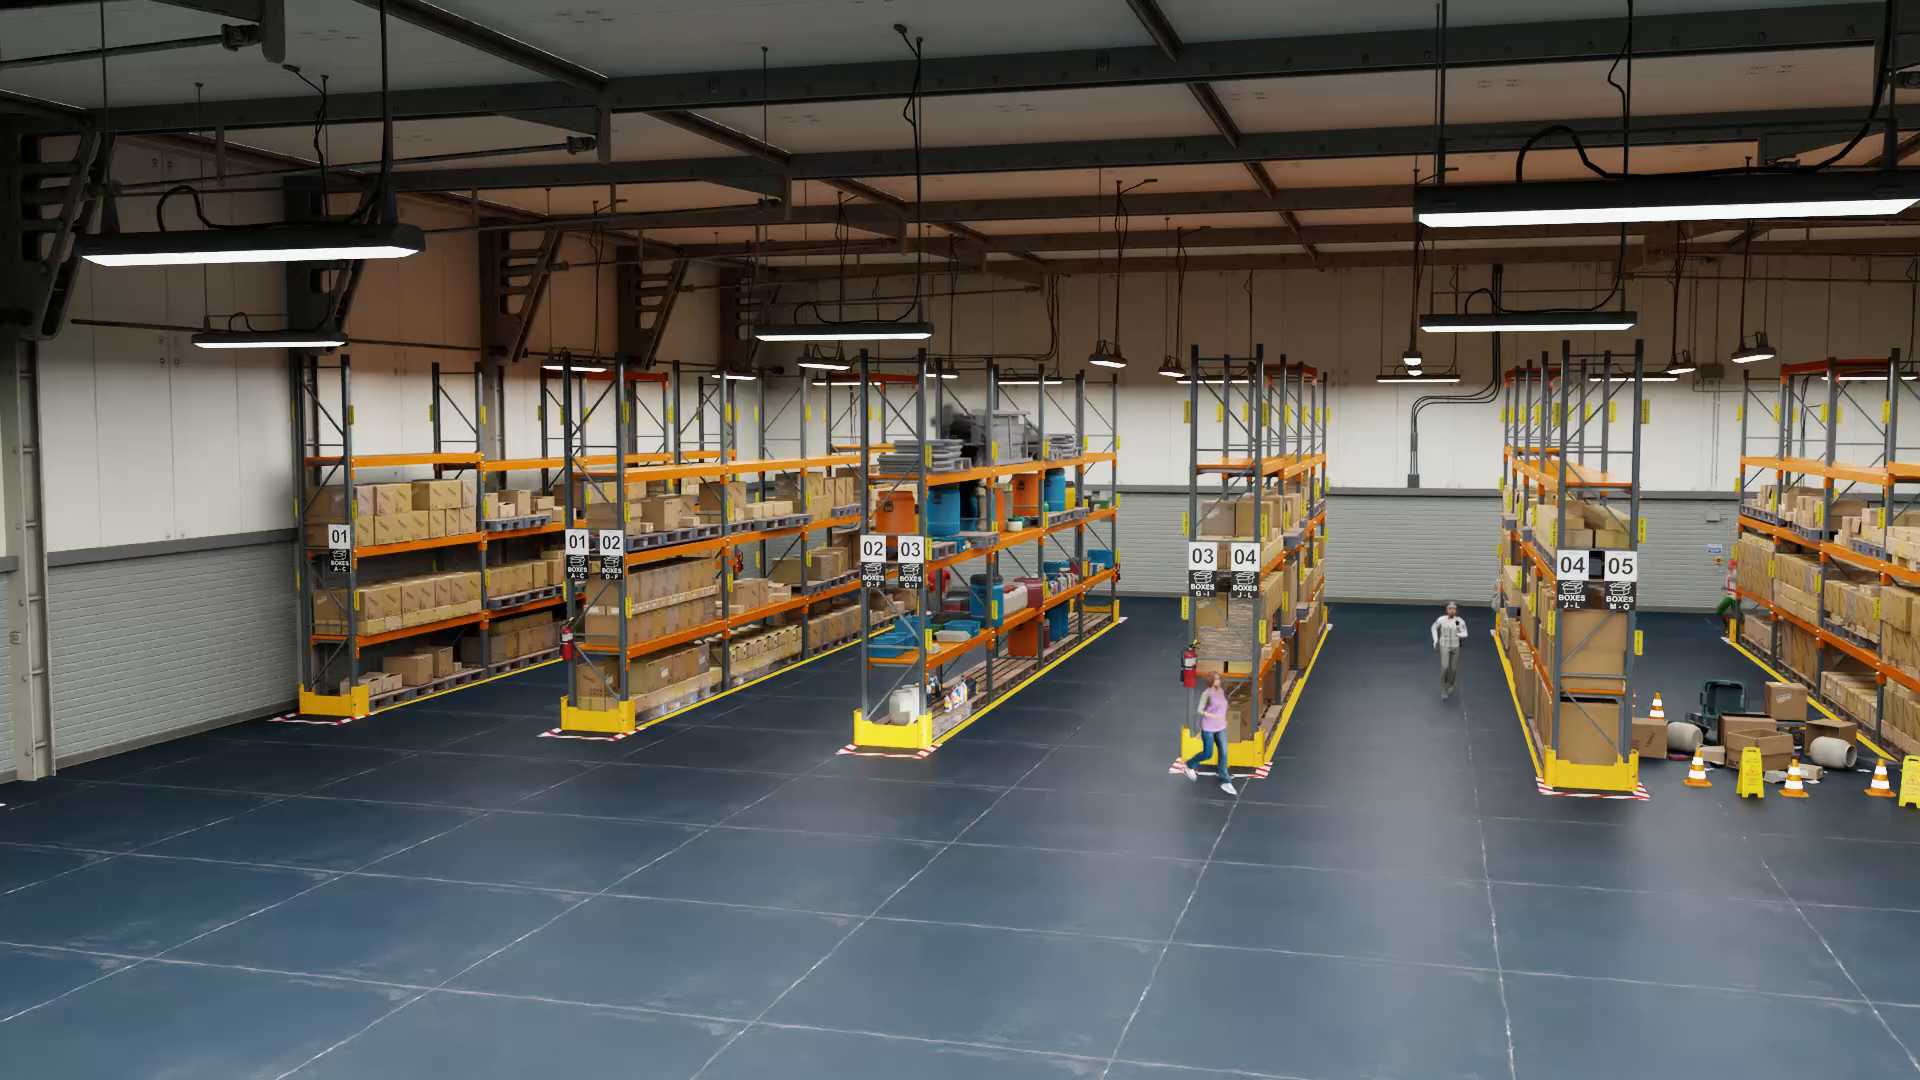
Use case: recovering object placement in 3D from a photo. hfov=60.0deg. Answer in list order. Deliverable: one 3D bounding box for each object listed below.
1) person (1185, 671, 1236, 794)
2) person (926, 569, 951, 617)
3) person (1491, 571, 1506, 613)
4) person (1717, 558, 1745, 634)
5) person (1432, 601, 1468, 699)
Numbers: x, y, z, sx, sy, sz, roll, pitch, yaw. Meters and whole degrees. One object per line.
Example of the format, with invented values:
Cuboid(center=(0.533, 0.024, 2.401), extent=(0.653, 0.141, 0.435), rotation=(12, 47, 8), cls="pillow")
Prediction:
Cuboid(center=(3.367, 2.534, 22.131), extent=(0.547, 1.595, 0.851), rotation=(-3, 5, -37), cls="person")
Cuboid(center=(-0.540, 1.306, 37.894), extent=(0.641, 1.755, 0.911), rotation=(1, 4, 8), cls="person")
Cuboid(center=(12.689, 1.247, 38.693), extent=(0.585, 1.737, 0.686), rotation=(0, 4, 1), cls="person")
Cuboid(center=(17.625, 1.296, 37.892), extent=(0.671, 1.790, 0.767), rotation=(2, 5, 30), cls="person")
Cuboid(center=(8.702, 1.947, 29.542), extent=(0.576, 1.749, 0.732), rotation=(1, 4, 8), cls="person")
